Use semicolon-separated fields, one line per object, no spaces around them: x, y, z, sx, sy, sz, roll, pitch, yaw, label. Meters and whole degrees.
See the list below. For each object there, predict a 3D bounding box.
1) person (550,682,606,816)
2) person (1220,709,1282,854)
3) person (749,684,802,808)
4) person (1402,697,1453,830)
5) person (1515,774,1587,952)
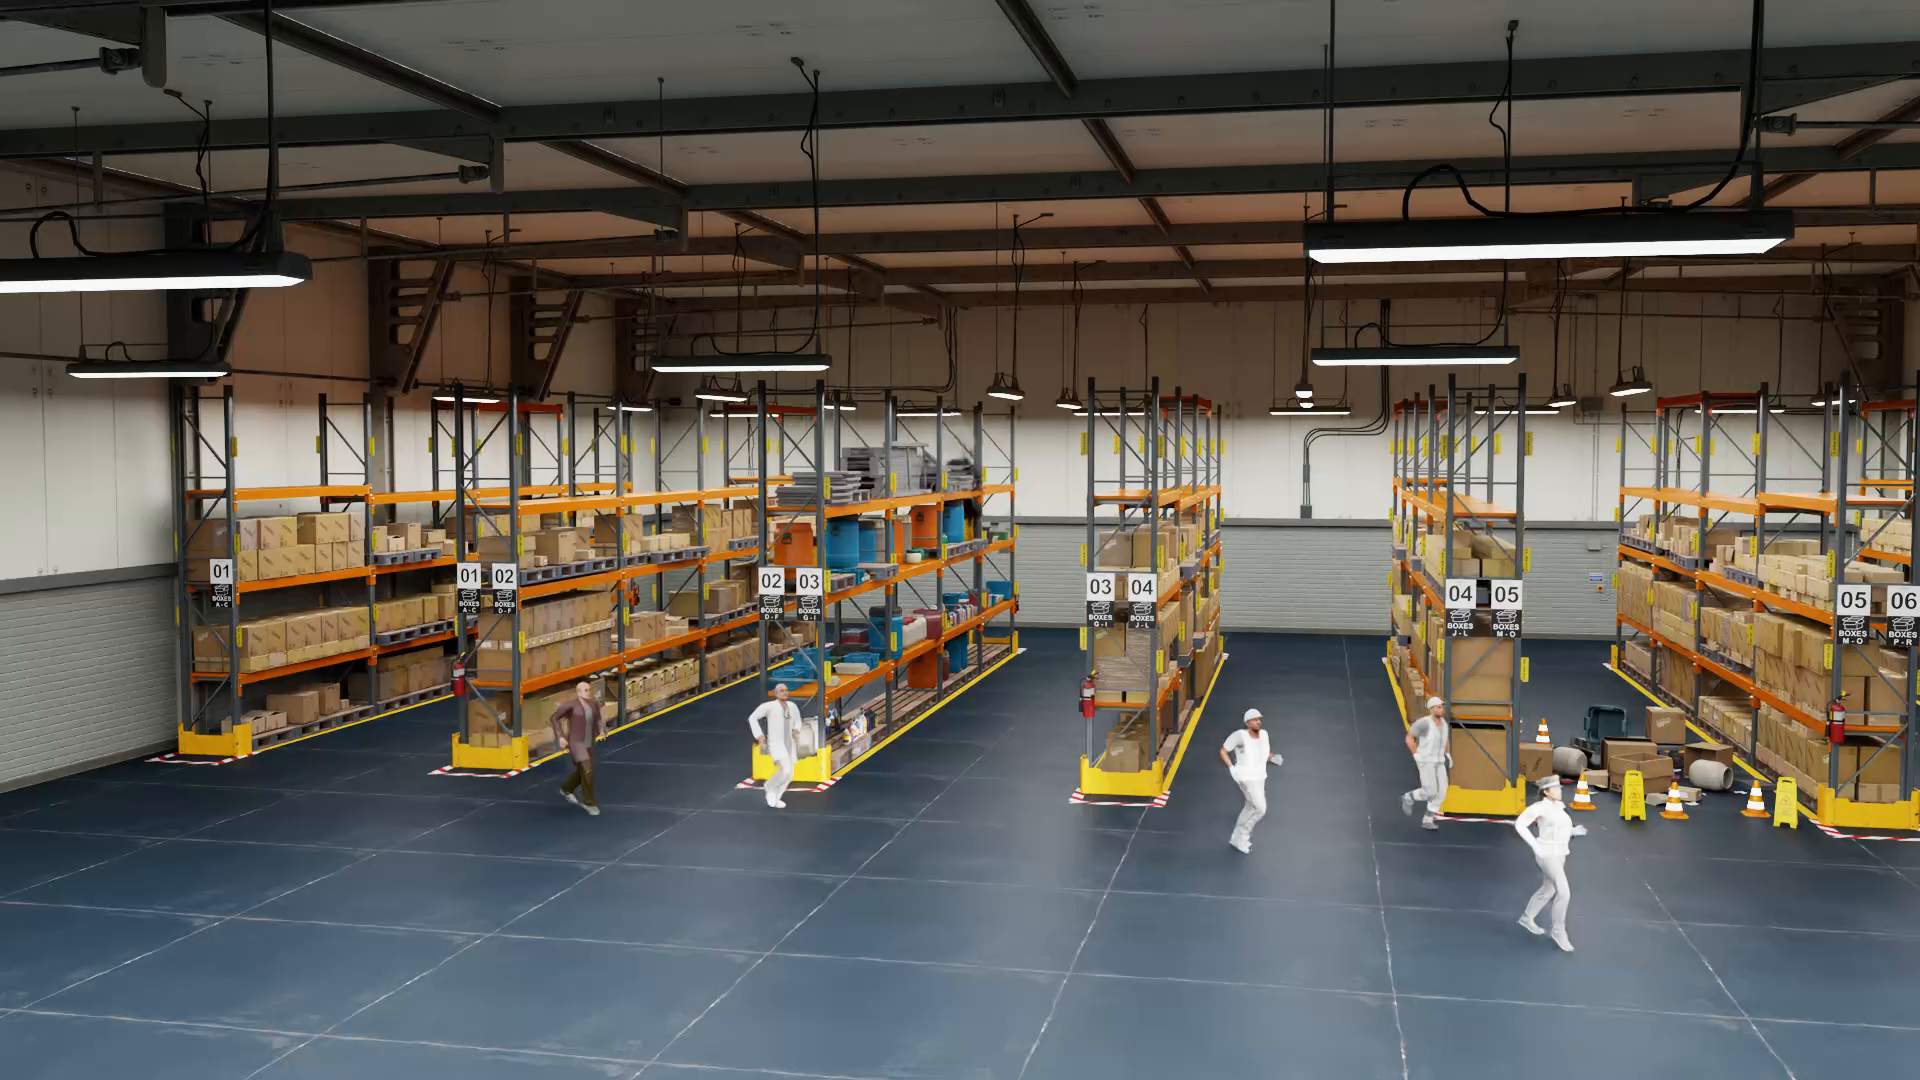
-5.237;2.868;22.854;0.937;1.852;0.717;2;4;36;person
3.639;2.974;20.536;0.651;1.784;0.683;-3;4;-40;person
-2.470;2.847;22.991;0.619;1.713;0.711;3;5;45;person
6.176;2.919;21.909;0.713;1.737;0.601;-2;4;-29;person
5.945;3.219;16.724;0.593;1.752;0.695;-3;4;-43;person
